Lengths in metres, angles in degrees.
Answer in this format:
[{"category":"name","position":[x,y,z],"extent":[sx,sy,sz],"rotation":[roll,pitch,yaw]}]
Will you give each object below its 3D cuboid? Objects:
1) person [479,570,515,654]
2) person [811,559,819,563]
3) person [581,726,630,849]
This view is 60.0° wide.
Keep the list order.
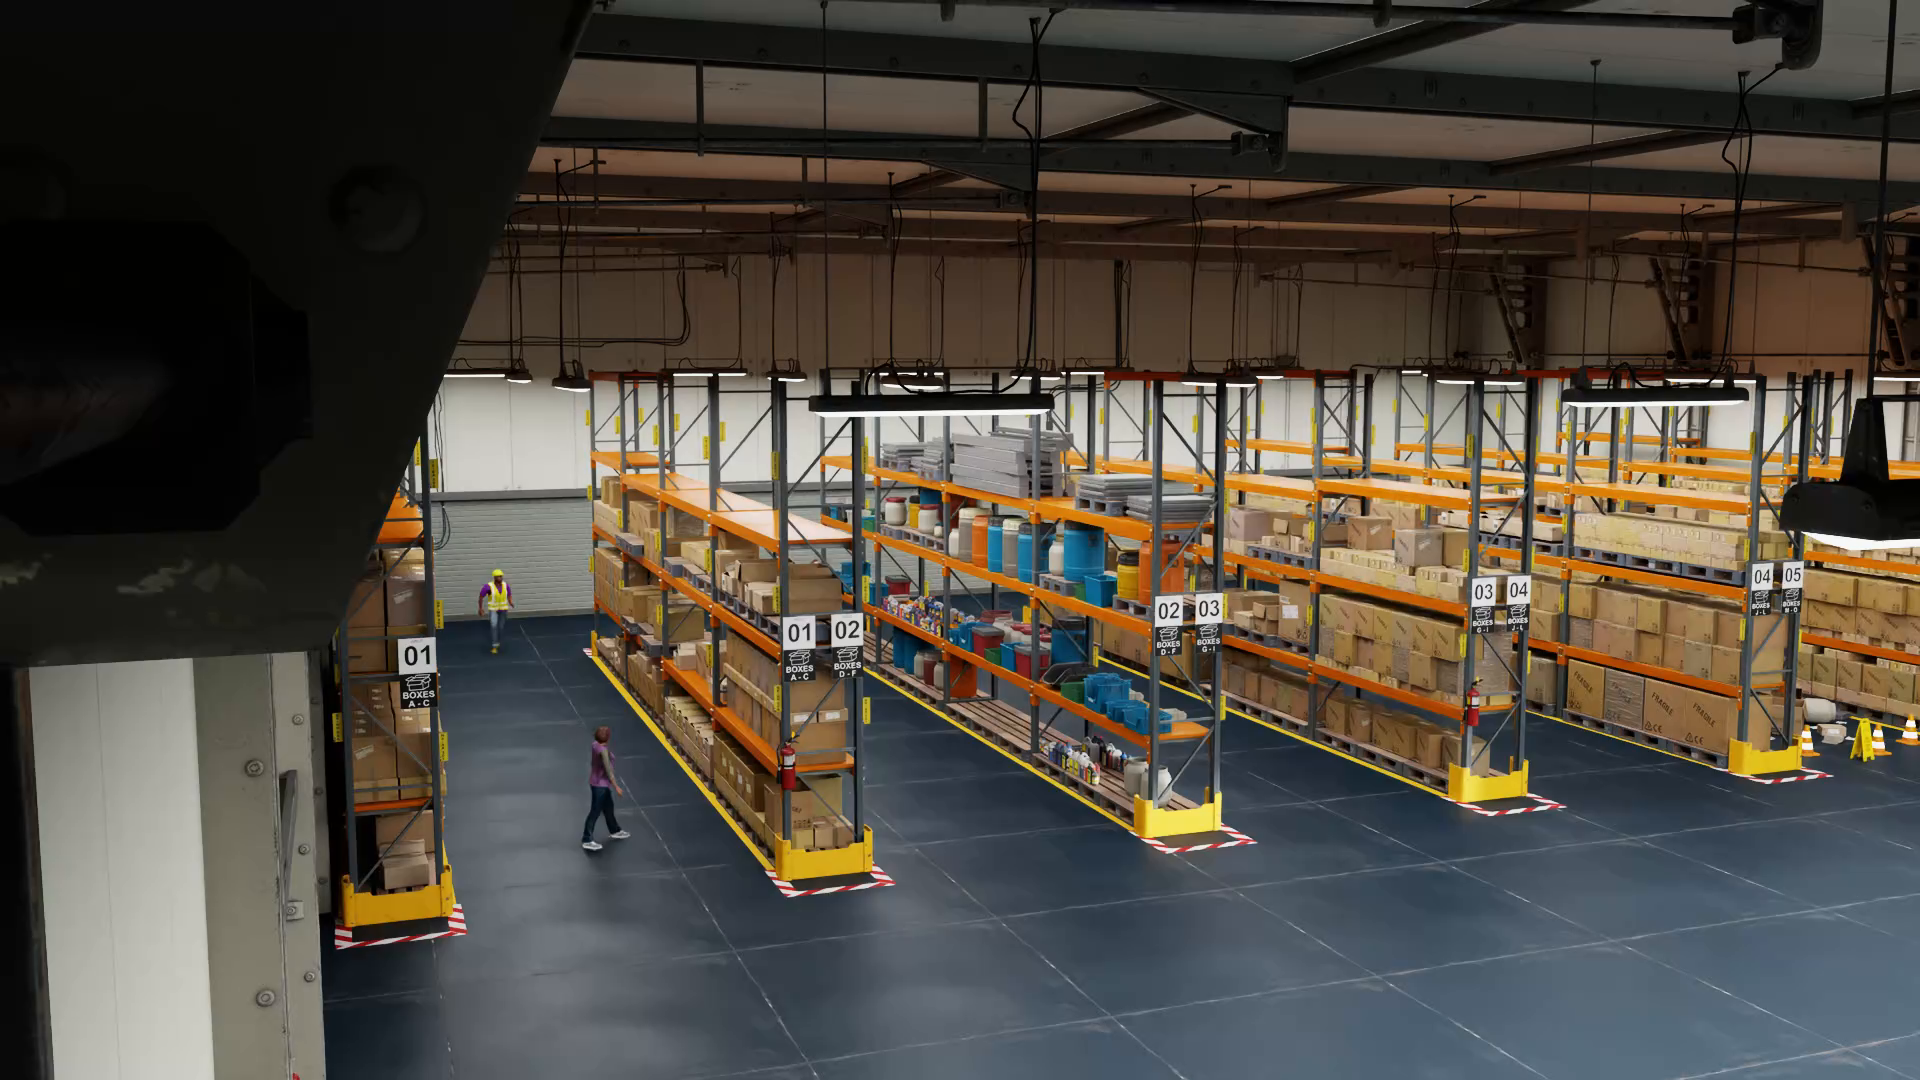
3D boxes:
[{"category":"person","position":[-9.931,1.526,35.609],"extent":[0.716,1.792,0.874],"rotation":[-3,7,-24]},{"category":"person","position":[-3.264,1.263,37.912],"extent":[0.439,1.668,0.507],"rotation":[3,7,25]},{"category":"person","position":[-4.578,3.147,21.447],"extent":[0.646,1.575,0.574],"rotation":[-2,7,-16]}]
